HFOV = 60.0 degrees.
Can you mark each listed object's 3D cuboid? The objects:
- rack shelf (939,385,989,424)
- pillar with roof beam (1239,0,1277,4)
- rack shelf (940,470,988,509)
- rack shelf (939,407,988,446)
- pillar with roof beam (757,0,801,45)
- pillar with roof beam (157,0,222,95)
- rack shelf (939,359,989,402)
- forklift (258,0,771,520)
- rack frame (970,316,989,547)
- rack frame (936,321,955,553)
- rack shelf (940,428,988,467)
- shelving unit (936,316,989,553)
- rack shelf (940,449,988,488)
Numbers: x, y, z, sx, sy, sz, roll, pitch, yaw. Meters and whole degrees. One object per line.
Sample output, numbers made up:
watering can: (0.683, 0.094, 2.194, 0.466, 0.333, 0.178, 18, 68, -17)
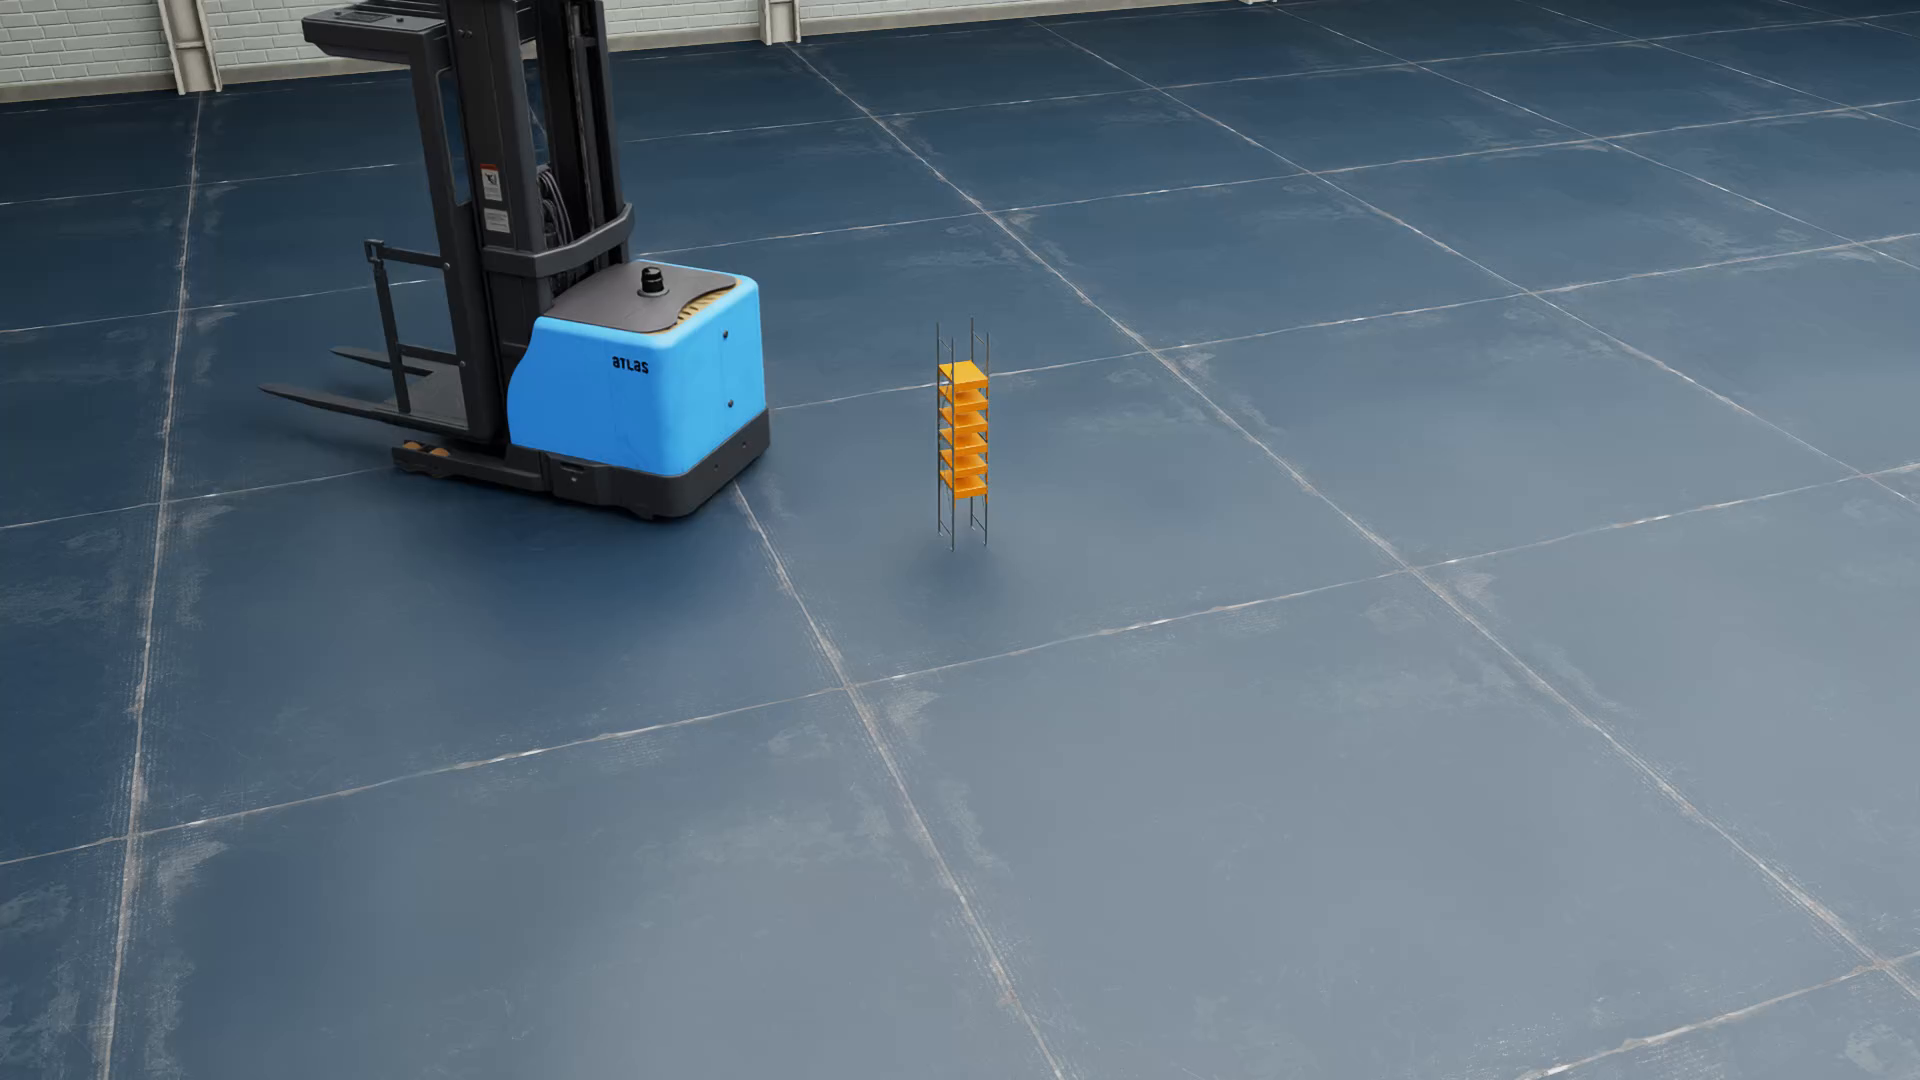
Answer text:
rack shelf: (0.014, -0.694, 8.361, 0.180, 0.103, 0.258, -10, 31, -18)
pillar with roof beam: (5.126, -8.509, 14.595, 0.400, 9.000, 9.100, -10, 31, -18)
rack shelf: (0.014, -0.277, 8.598, 0.180, 0.103, 0.258, -10, 31, -18)
rack shelf: (0.014, -0.589, 8.420, 0.180, 0.103, 0.258, -10, 31, -18)
pillar with roof beam: (-0.498, -7.473, 12.777, 0.400, 9.000, 9.100, -10, 31, -18)
pillar with roof beam: (-6.121, -6.438, 10.959, 0.400, 9.000, 9.100, -10, 31, -18)
rack shelf: (0.014, -0.798, 8.301, 0.180, 0.103, 0.258, -10, 31, -18)
forklift: (-2.655, -1.847, 9.031, 3.031, 2.935, 1.130, 12, 32, 20)
rack frame: (0.099, -0.540, 8.485, 0.006, 1.200, 0.240, -10, 31, -18)
rack frame: (-0.072, -0.508, 8.430, 0.006, 1.200, 0.240, -10, 31, -18)
rack shelf: (0.014, -0.485, 8.479, 0.180, 0.103, 0.258, -10, 31, -18)
shelving unit: (0.014, -0.524, 8.457, 0.189, 1.200, 0.258, -10, 31, -18)
rack shelf: (0.014, -0.381, 8.539, 0.180, 0.103, 0.258, -10, 31, -18)
